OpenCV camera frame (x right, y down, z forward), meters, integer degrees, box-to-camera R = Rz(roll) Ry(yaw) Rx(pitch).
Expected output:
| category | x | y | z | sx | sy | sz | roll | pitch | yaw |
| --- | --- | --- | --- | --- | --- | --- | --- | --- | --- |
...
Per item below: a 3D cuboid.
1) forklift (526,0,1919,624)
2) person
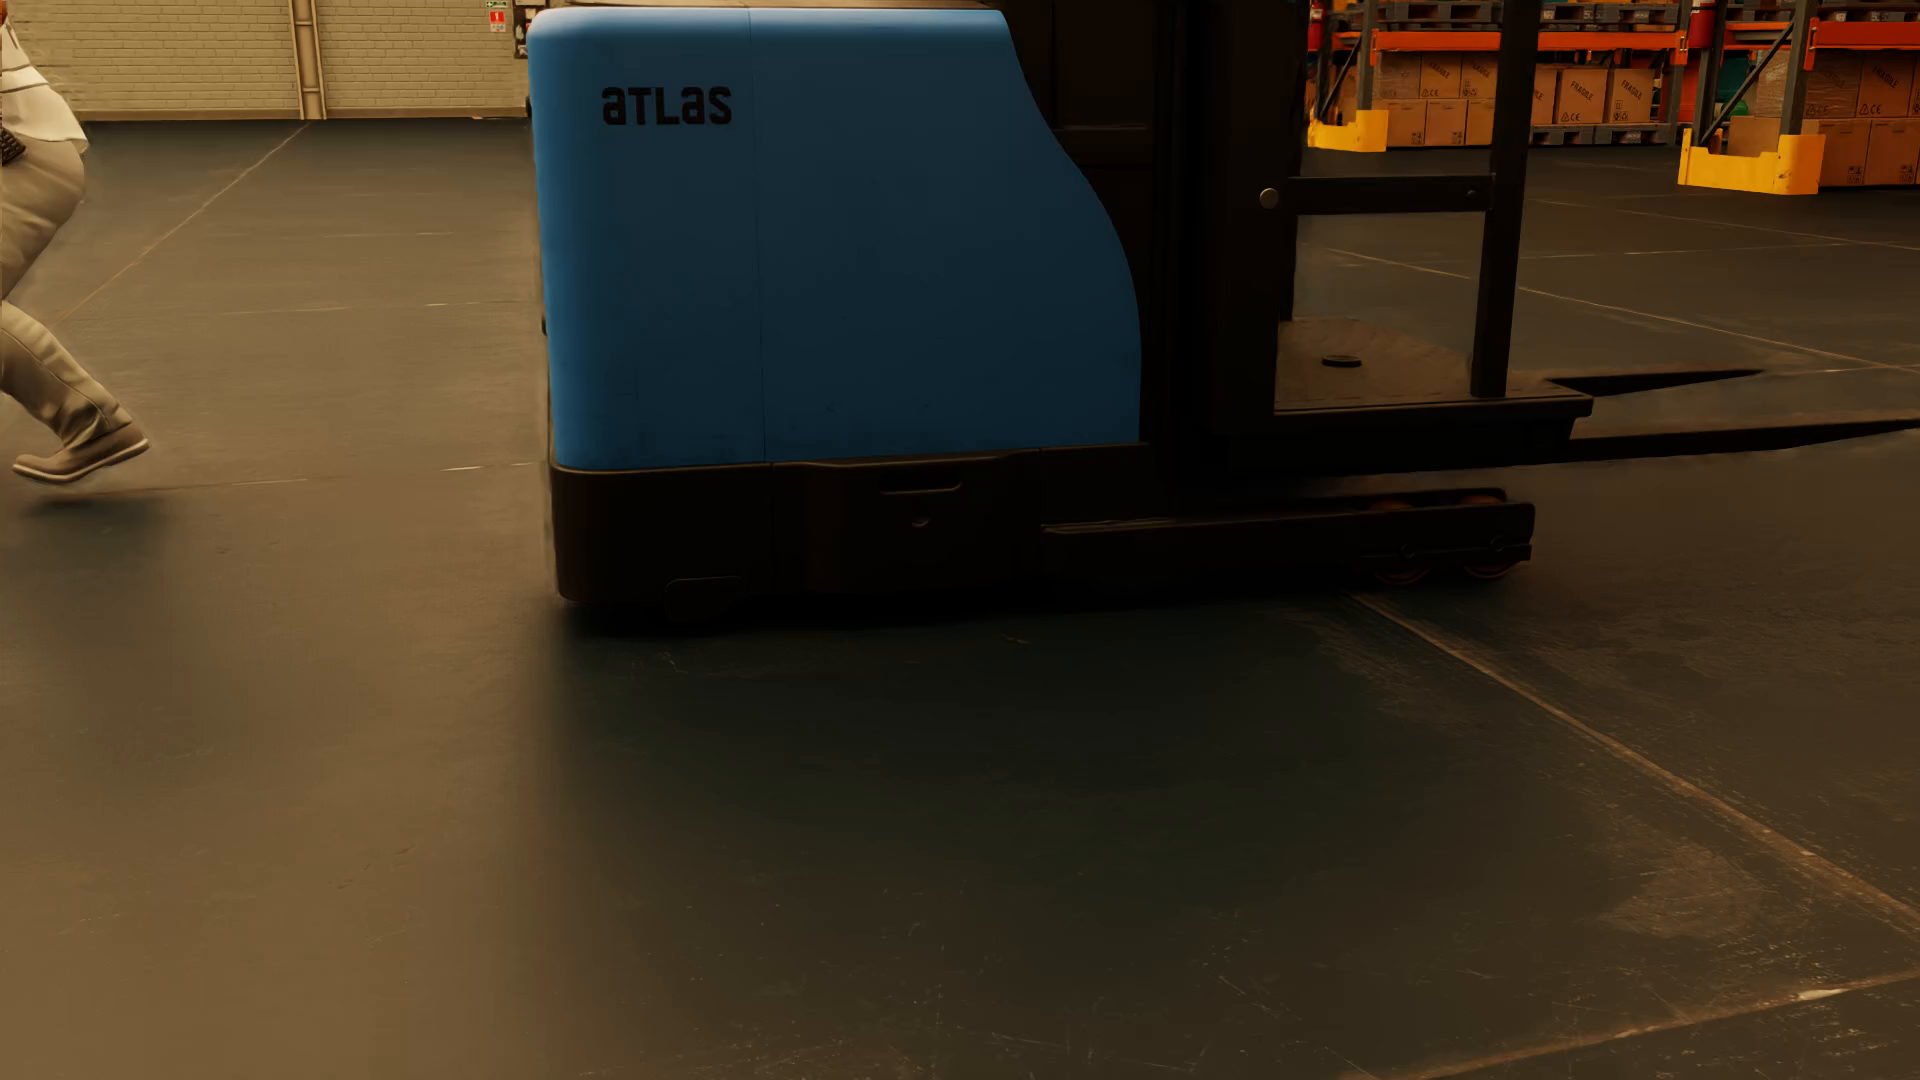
| category | x | y | z | sx | sy | sz | roll | pitch | yaw |
| --- | --- | --- | --- | --- | --- | --- | --- | --- | --- |
| forklift | 0.654 | -1.457 | 3.328 | 3.031 | 2.935 | 1.130 | -4 | 17 | -13 |
| person | -2.403 | -0.842 | 3.994 | 0.538 | 1.625 | 1.027 | -12 | 20 | -36 |
